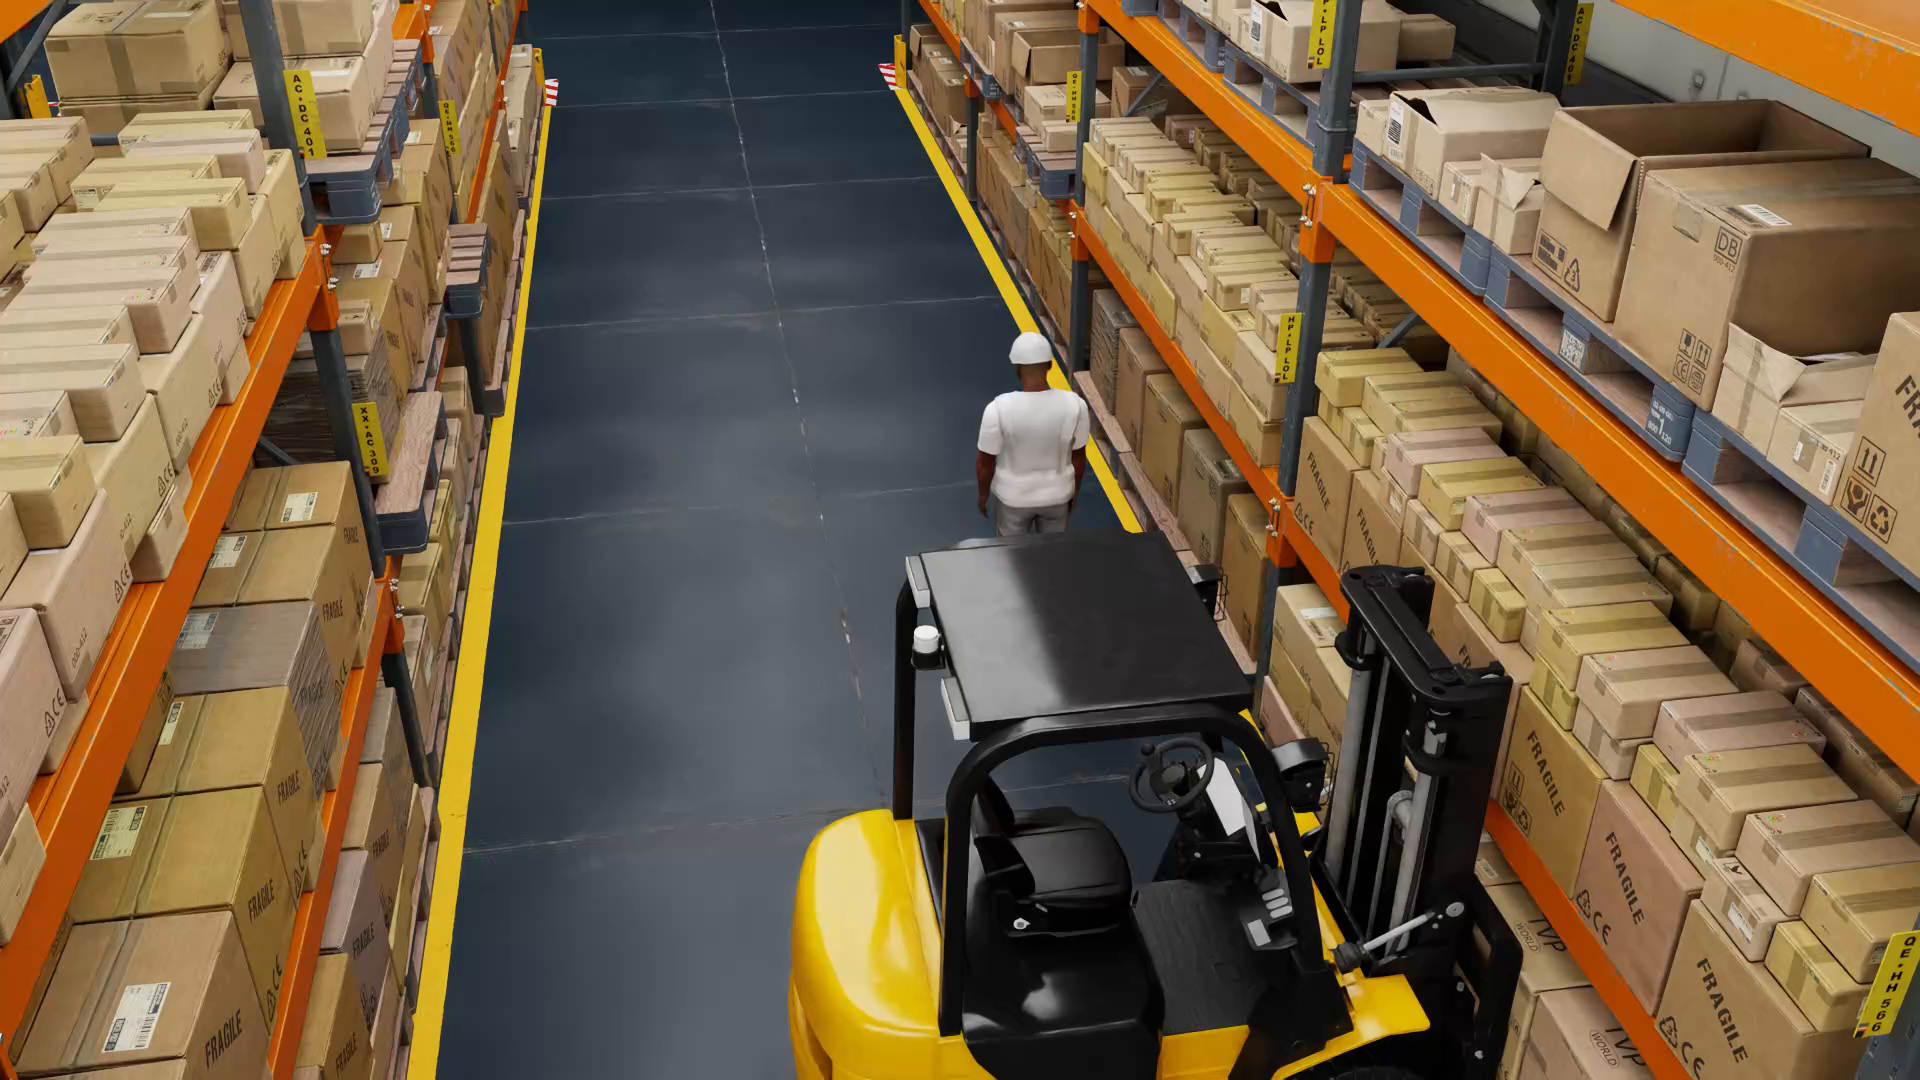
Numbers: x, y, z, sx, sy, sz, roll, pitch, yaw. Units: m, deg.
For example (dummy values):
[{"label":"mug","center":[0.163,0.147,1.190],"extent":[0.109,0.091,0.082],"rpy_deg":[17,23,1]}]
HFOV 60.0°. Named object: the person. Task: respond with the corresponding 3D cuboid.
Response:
[{"label":"person","center":[0.361,-0.239,8.524],"extent":[0.567,1.760,0.363],"rpy_deg":[-5,31,-8]}]
